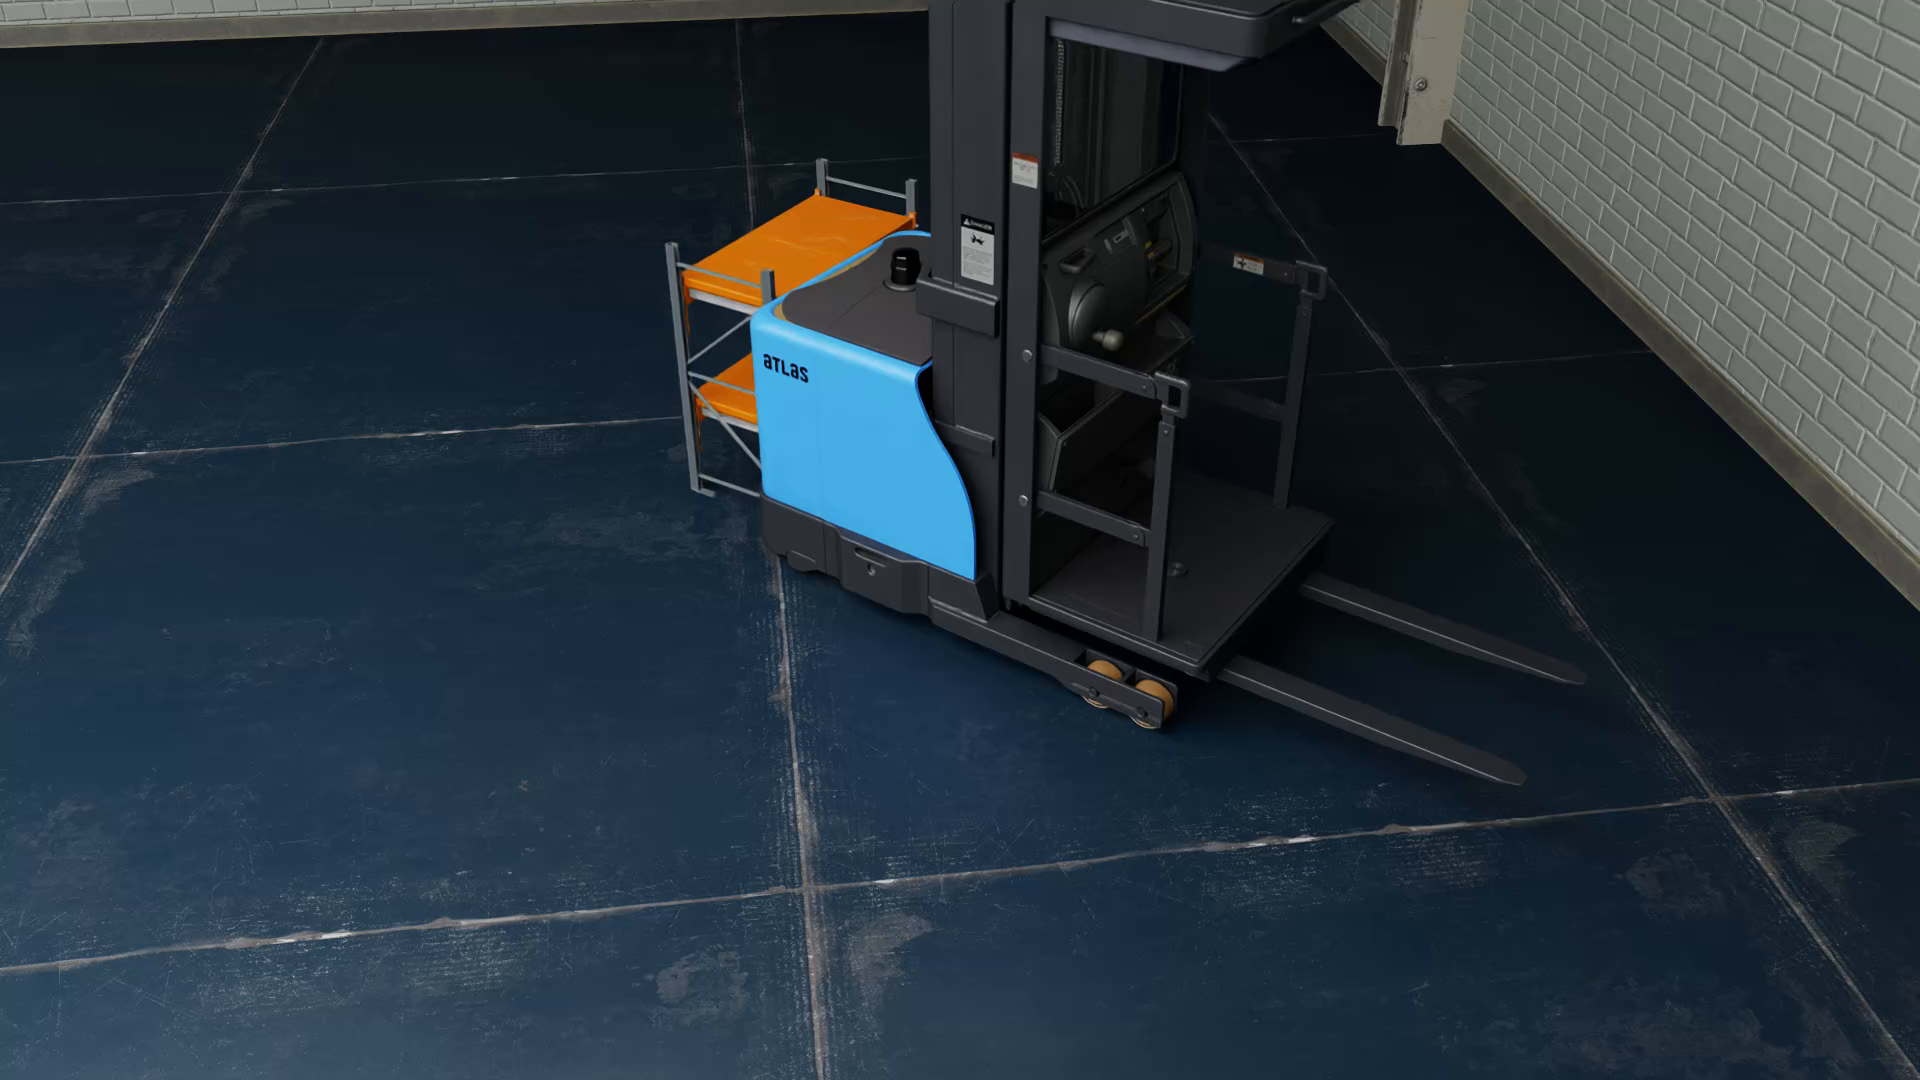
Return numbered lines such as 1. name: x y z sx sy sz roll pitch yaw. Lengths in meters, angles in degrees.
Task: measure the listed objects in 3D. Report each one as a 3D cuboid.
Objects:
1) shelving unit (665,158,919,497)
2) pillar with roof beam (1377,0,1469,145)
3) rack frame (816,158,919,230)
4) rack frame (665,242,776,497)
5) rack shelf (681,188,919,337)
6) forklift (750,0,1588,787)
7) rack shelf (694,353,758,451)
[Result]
1. shelving unit: -0.659 -0.860 7.013 0.538 1.125 1.048 19 38 25
2. pillar with roof beam: -1.407 -5.973 7.524 9.100 9.000 0.400 -4 35 -6
3. rack frame: -0.398 -1.105 7.373 0.500 1.125 0.032 19 38 25
4. rack frame: -0.920 -0.614 6.652 0.500 1.125 0.032 19 38 25
5. rack shelf: -0.659 -1.102 6.848 0.538 0.278 1.000 19 38 25
6. forklift: 0.714 -0.897 5.463 3.031 2.935 1.130 21 40 28
7. rack shelf: -0.659 -0.658 7.151 0.538 0.278 1.000 19 38 25
